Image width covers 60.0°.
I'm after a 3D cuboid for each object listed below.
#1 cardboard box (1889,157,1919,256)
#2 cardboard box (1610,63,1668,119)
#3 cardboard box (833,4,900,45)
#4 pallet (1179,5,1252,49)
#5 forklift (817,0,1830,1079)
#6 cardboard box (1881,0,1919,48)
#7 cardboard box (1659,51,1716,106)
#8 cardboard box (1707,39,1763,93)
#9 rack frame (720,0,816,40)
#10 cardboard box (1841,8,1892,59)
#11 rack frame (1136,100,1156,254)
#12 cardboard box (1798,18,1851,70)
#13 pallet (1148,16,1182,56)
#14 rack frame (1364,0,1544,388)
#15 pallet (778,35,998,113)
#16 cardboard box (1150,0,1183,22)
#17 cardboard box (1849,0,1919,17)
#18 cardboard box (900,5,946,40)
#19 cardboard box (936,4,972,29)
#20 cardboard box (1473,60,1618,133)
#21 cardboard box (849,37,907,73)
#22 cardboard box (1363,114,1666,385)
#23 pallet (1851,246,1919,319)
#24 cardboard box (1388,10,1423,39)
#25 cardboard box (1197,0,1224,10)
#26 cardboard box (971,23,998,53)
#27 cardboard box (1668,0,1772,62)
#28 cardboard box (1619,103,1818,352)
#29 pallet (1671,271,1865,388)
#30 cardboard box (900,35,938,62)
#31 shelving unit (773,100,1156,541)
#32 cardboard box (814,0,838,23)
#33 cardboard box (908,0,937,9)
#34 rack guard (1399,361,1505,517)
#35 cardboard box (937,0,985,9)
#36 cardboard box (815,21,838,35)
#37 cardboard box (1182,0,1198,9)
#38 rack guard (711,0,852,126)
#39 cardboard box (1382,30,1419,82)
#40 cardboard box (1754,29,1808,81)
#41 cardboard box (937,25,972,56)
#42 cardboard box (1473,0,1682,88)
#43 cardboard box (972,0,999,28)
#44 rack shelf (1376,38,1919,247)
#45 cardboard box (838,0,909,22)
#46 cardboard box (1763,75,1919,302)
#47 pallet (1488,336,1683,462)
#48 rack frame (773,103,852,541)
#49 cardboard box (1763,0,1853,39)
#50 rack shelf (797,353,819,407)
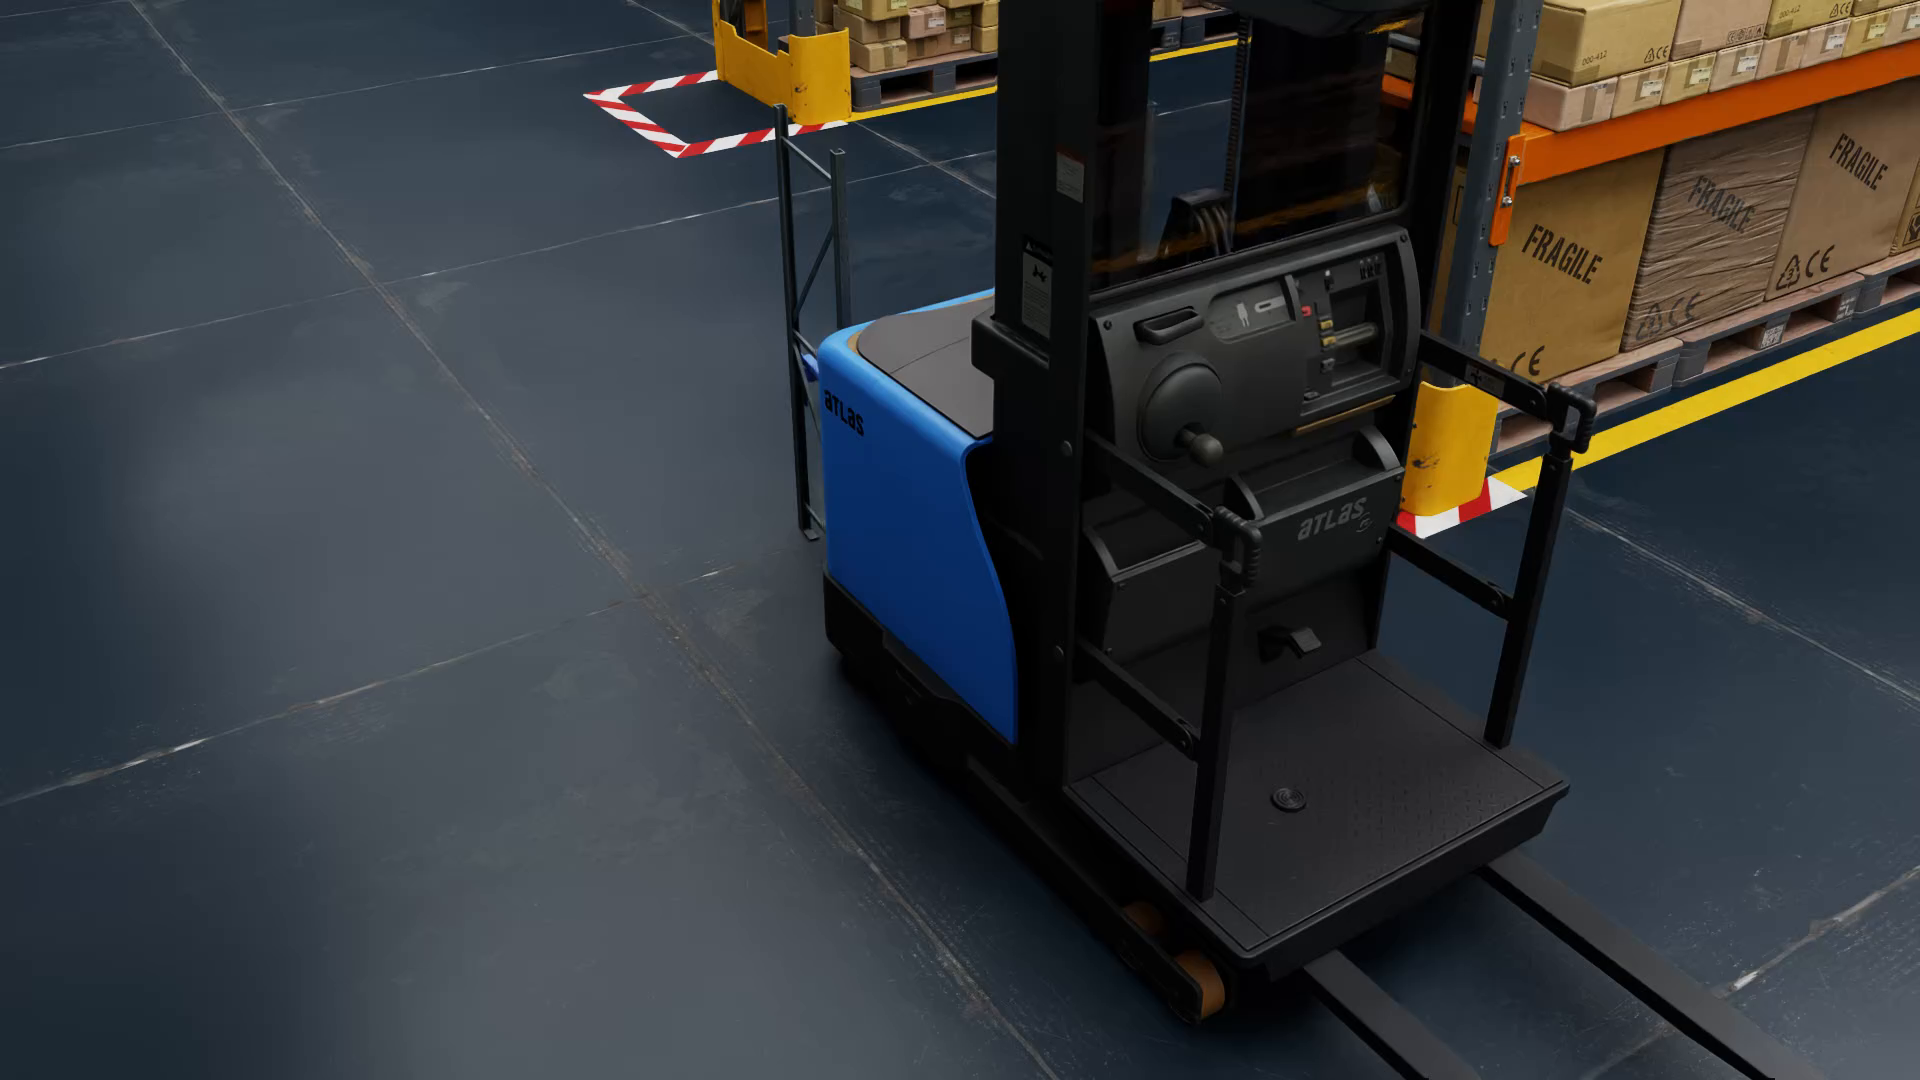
[{"bbox_3d":[4.238,-1.937,7.607,0.875,0.875,0.875,-19,37,-27],"label":"cardboard box"},{"bbox_3d":[2.166,-1.580,5.678,0.250,0.149,0.380,-20,37,-28],"label":"cardboard box"},{"bbox_3d":[-0.549,-3.044,9.763,0.250,0.149,0.380,-17,36,-25],"label":"cardboard box"},{"bbox_3d":[1.688,-3.677,11.381,1.213,0.211,1.003,-19,37,-27],"label":"pallet"},{"bbox_3d":[0.813,-0.391,3.622,1.130,2.935,3.031,-19,37,-28],"label":"forklift"},{"bbox_3d":[3.463,-2.027,6.387,0.250,0.149,0.380,-18,37,-27],"label":"cardboard box"},{"bbox_3d":[2.381,-1.654,5.796,0.250,0.149,0.380,-20,37,-28],"label":"cardboard box"},{"bbox_3d":[2.600,-1.730,5.916,0.250,0.149,0.380,-20,37,-28],"label":"cardboard box"},{"bbox_3d":[-1.128,-3.910,9.137,0.127,3.000,1.000,-19,37,-27],"label":"rack frame"},{"bbox_3d":[3.243,-1.950,6.265,0.250,0.149,0.380,-20,37,-28],"label":"cardboard box"},{"bbox_3d":[0.472,-0.803,5.617,0.032,1.500,0.500,-14,35,-22],"label":"rack frame"},{"bbox_3d":[3.031,-1.878,6.150,0.250,0.149,0.380,-19,37,-28],"label":"cardboard box"},{"bbox_3d":[0.662,-3.322,10.818,1.213,0.211,1.003,-19,37,-27],"label":"pallet"},{"bbox_3d":[1.474,-1.656,5.564,0.127,3.000,1.000,-19,37,-27],"label":"rack frame"},{"bbox_3d":[-0.363,-2.971,10.263,1.213,0.211,1.003,-19,37,-27],"label":"pallet"},{"bbox_3d":[1.219,-3.473,10.722,0.250,0.149,0.380,-19,37,-27],"label":"cardboard box"},{"bbox_3d":[3.317,-2.187,6.266,0.500,0.250,0.500,-20,37,-28],"label":"cardboard box"},{"bbox_3d":[-0.288,-3.098,9.849,0.250,0.149,0.380,-19,37,-27],"label":"cardboard box"},{"bbox_3d":[-0.130,-3.208,10.024,0.250,0.149,0.380,-18,37,-27],"label":"cardboard box"},{"bbox_3d":[1.951,-1.505,5.559,0.250,0.149,0.380,-19,37,-27],"label":"cardboard box"},{"bbox_3d":[-0.515,-2.890,9.798,0.250,0.149,0.380,-18,37,-26],"label":"cardboard box"},{"bbox_3d":[1.969,-1.156,6.369,0.875,0.875,0.875,-19,37,-27],"label":"cardboard box"},{"bbox_3d":[4.155,-1.449,7.849,1.213,0.211,1.003,-19,37,-27],"label":"pallet"},{"bbox_3d":[1.738,-1.978,5.936,0.500,0.250,0.500,-20,37,-28],"label":"cardboard box"},{"bbox_3d":[1.638,-3.629,10.970,0.250,0.149,0.380,-20,38,-29],"label":"cardboard box"},{"bbox_3d":[0.140,-3.102,10.134,0.250,0.149,0.380,-18,37,-27],"label":"cardboard box"},{"bbox_3d":[2.457,-1.890,5.796,0.500,0.250,0.500,-19,37,-28],"label":"cardboard box"},{"bbox_3d":[2.733,-1.419,6.786,0.875,0.875,0.875,-19,37,-27],"label":"cardboard box"},{"bbox_3d":[3.128,-1.094,7.286,1.213,0.211,1.003,-19,37,-27],"label":"pallet"},{"bbox_3d":[-0.339,-3.002,9.976,0.250,0.149,0.380,-19,37,-27],"label":"cardboard box"},{"bbox_3d":[0.014,-0.684,5.429,1.048,1.500,0.538,-14,35,-22],"label":"shelving unit"},{"bbox_3d":[-0.839,-3.288,10.151,0.250,0.149,0.380,-20,37,-29],"label":"cardboard box"},{"bbox_3d":[-0.337,-3.266,9.837,0.250,0.149,0.380,-18,37,-26],"label":"cardboard box"},{"bbox_3d":[1.454,-0.592,6.220,0.348,0.500,1.175,-19,37,-27],"label":"rack guard"},{"bbox_3d":[-0.056,-3.281,9.861,0.250,0.149,0.380,-19,37,-27],"label":"cardboard box"},{"bbox_3d":[-0.799,-3.127,10.175,0.250,0.149,0.380,-18,37,-26],"label":"cardboard box"},{"bbox_3d":[1.351,-3.607,10.935,0.250,0.149,0.380,-20,37,-28],"label":"cardboard box"},{"bbox_3d":[-1.065,-2.875,9.838,0.348,0.500,1.175,-19,37,-27],"label":"rack guard"},{"bbox_3d":[1.595,-1.801,6.029,0.250,0.149,0.380,-18,37,-26],"label":"cardboard box"},{"bbox_3d":[2.814,-1.803,6.032,0.250,0.149,0.380,-20,37,-28],"label":"cardboard box"},{"bbox_3d":[-0.134,-3.077,10.095,0.250,0.149,0.380,-19,37,-27],"label":"cardboard box"},{"bbox_3d":[2.024,-1.736,5.553,0.500,0.250,0.500,-20,37,-28],"label":"cardboard box"},{"bbox_3d":[0.144,-3.234,10.064,0.250,0.149,0.380,-18,36,-26],"label":"cardboard box"},{"bbox_3d":[3.155,-1.930,6.673,4.000,0.370,1.077,-19,37,-27],"label":"rack shelf"},{"bbox_3d":[-0.504,-3.132,9.625,0.250,0.149,0.380,-21,38,-29],"label":"cardboard box"},{"bbox_3d":[3.481,-1.677,7.194,0.875,0.875,0.875,-19,37,-27],"label":"cardboard box"},{"bbox_3d":[2.104,-0.743,6.730,1.213,0.211,1.003,-19,37,-27],"label":"pallet"},{"bbox_3d":[-0.443,-0.566,5.242,0.032,1.500,0.500,-14,35,-22],"label":"rack frame"},{"bbox_3d":[2.881,-2.033,6.024,0.500,0.250,0.500,-20,38,-29],"label":"cardboard box"},{"bbox_3d":[0.014,-0.532,5.525,1.000,0.185,0.538,-14,35,-22],"label":"rack shelf"}]
